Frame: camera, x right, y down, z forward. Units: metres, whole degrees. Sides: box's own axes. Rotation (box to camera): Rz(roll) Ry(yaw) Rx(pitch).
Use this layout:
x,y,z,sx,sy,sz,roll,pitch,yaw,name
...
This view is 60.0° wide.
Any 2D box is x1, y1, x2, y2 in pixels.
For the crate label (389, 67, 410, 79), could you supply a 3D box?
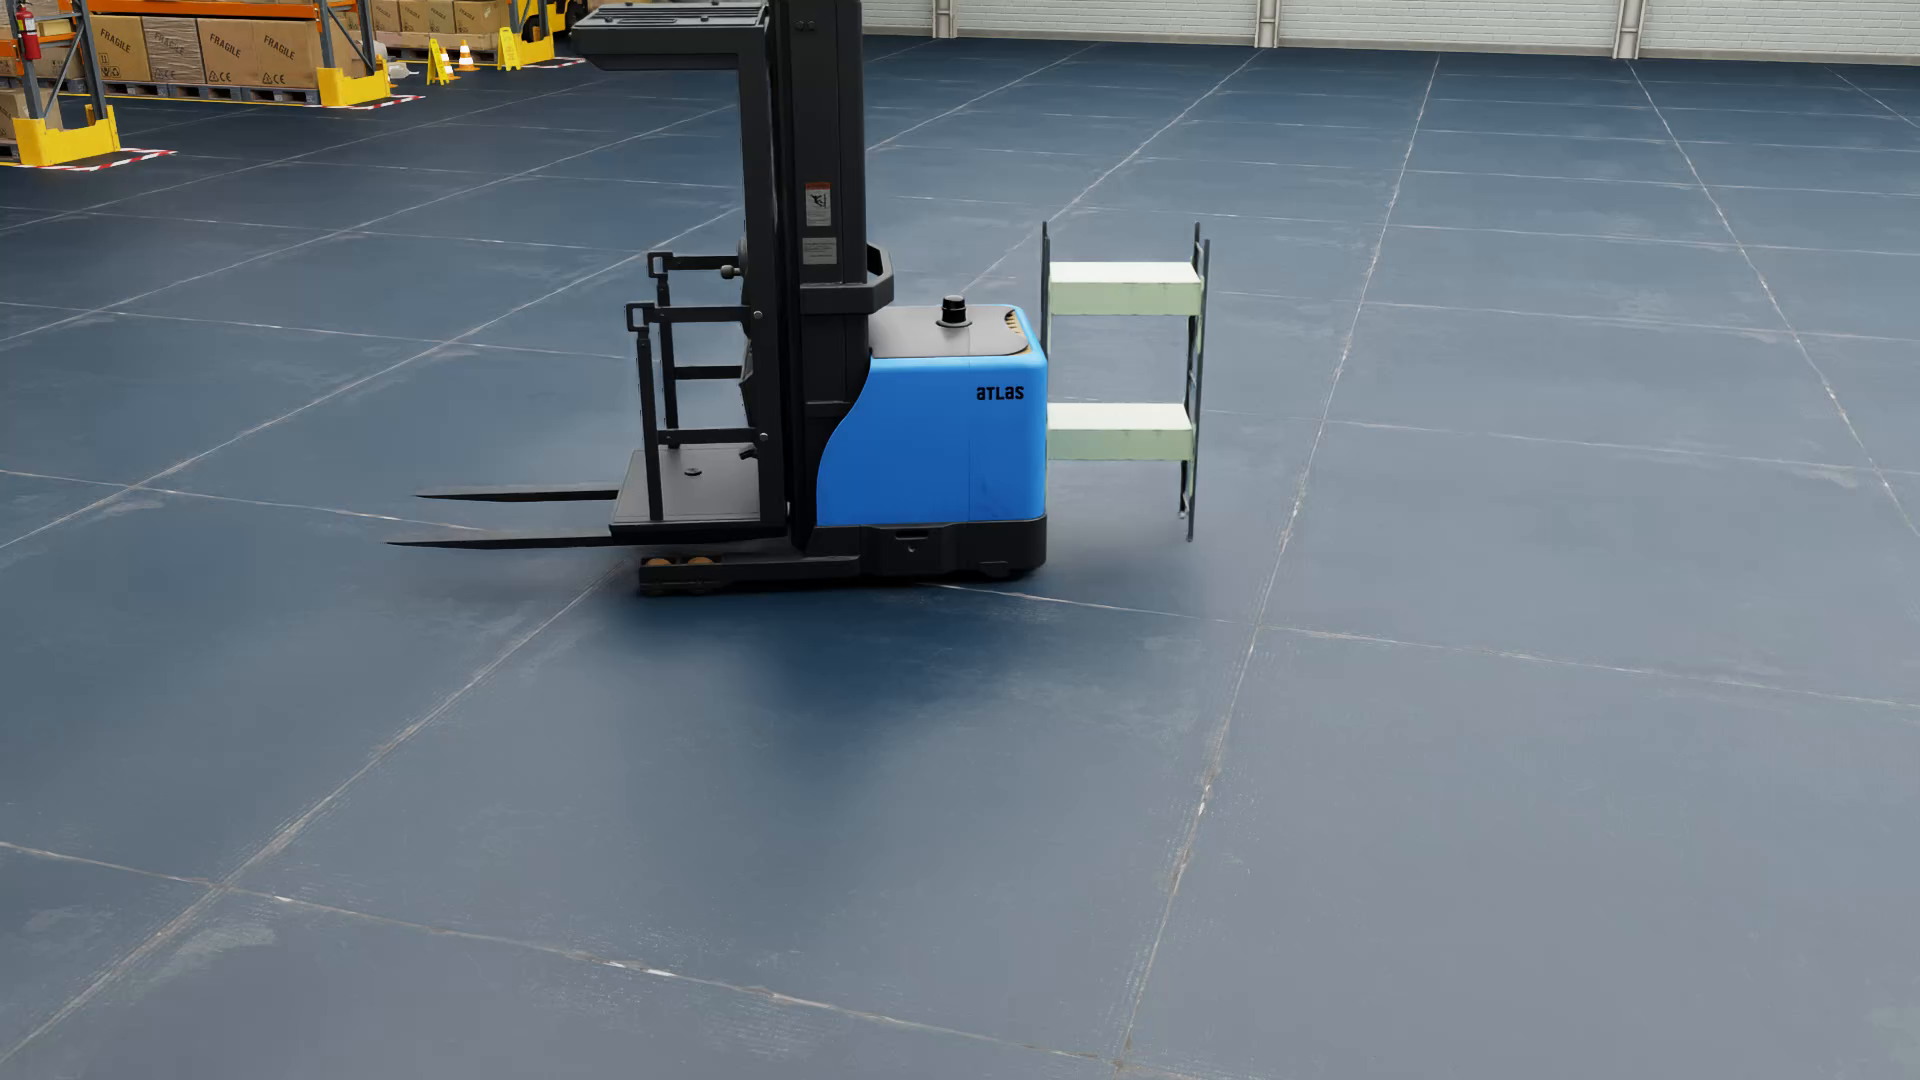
x,y,z,sx,sy,sz,roll,pitch,yaw,name
-8.600,-7.163,25.492,0.298,0.136,0.250,-5,23,-12,crate label

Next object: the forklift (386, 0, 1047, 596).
x,y,z,sx,sy,sz,roll,pitch,yaw,name
-1.141,-1.311,7.544,3.031,2.935,1.130,-2,22,-4,forklift

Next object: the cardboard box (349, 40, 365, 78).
x,y,z,sx,sy,sz,roll,pitch,yaw,name
-9.463,-7.404,25.596,0.637,0.503,0.797,-9,24,-21,cardboard box

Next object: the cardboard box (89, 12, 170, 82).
x,y,z,sx,sy,sz,roll,pitch,yaw,name
-11.631,-7.032,23.646,0.875,0.875,0.875,7,23,16,cardboard box

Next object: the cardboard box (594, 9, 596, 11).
x,y,z,sx,sy,sz,roll,pitch,yaw,name
-6.634,-10.007,31.722,0.500,0.250,0.500,7,23,15,cardboard box

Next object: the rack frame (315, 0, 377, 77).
x,y,z,sx,sy,sz,roll,pitch,yaw,name
-8.383,-7.477,22.484,0.127,3.000,1.000,7,23,16,rack frame

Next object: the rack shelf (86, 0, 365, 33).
x,y,z,sx,sy,sz,roll,pitch,yaw,name
-10.298,-7.363,23.155,4.000,0.370,1.077,7,23,16,rack shelf

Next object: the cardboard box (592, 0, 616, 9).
x,y,z,sx,sy,sz,roll,pitch,yaw,name
-6.653,-10.242,31.637,0.500,0.250,0.500,6,23,15,cardboard box

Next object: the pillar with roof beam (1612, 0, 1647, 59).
x,y,z,sx,sy,sz,roll,pitch,yaw,name
9.963,-10.732,22.515,0.400,9.000,9.100,7,23,16,pillar with roof beam

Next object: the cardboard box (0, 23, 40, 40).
x,y,z,sx,sy,sz,roll,pitch,yaw,name
-10.245,-5.526,18.058,0.250,0.149,0.380,7,23,16,cardboard box

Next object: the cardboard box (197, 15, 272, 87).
x,y,z,sx,sy,sz,roll,pitch,yaw,name
-9.894,-6.834,23.163,0.875,0.875,0.875,6,23,15,cardboard box

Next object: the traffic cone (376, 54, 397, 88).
x,y,z,sx,sy,sz,roll,pitch,yaw,name
-8.481,-6.877,24.365,0.334,0.463,0.336,7,23,16,traffic cone

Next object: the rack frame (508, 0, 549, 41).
x,y,z,sx,sy,sz,roll,pitch,yaw,name
-7.050,-9.286,26.895,0.127,3.000,1.000,7,23,16,rack frame

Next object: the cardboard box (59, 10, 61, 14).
x,y,z,sx,sy,sz,roll,pitch,yaw,name
-16.199,-9.580,29.857,0.875,0.875,0.875,7,23,16,cardboard box

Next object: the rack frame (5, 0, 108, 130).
x,y,z,sx,sy,sz,roll,pitch,yaw,name
-9.913,-5.686,18.117,0.127,3.000,1.000,7,23,16,rack frame

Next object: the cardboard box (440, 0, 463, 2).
x,y,z,sx,sy,sz,roll,pitch,yaw,name
-8.263,-8.864,27.094,0.250,0.149,0.380,7,23,17,cardboard box

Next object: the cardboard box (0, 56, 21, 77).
x,y,z,sx,sy,sz,roll,pitch,yaw,name
-13.755,-7.211,24.247,0.750,0.750,1.050,7,23,15,cardboard box

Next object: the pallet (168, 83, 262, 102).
x,y,z,sx,sy,sz,roll,pitch,yaw,name
-10.335,-6.380,23.485,1.213,0.211,1.003,7,23,15,pallet

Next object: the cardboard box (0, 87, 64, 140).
x,y,z,sx,sy,sz,roll,pitch,yaw,name
-10.505,-4.798,18.694,0.500,0.500,0.500,11,25,25,cardboard box

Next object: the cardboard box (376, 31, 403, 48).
x,y,z,sx,sy,sz,roll,pitch,yaw,name
-9.370,-8.372,27.737,0.500,0.250,0.500,6,23,15,cardboard box

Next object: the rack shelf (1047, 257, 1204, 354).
x,y,z,sx,sy,sz,roll,pitch,yaw,name
0.771,-1.124,7.945,0.720,0.370,0.431,0,22,1,rack shelf

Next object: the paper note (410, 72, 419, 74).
x,y,z,sx,sy,sz,roll,pitch,yaw,name
-8.530,-7.293,25.948,0.142,0.019,0.148,-1,22,-3,paper note

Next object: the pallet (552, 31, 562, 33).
x,y,z,sx,sy,sz,roll,pitch,yaw,name
-7.528,-10.003,32.317,1.213,0.211,1.003,7,23,15,pallet

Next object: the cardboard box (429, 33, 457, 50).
x,y,z,sx,sy,sz,roll,pitch,yaw,name
-8.395,-8.259,27.461,0.500,0.250,0.500,7,23,16,cardboard box

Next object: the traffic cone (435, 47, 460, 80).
x,y,z,sx,sy,sz,roll,pitch,yaw,name
-7.829,-7.250,25.275,0.334,0.463,0.336,7,23,16,traffic cone

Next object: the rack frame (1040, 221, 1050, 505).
x,y,z,sx,sy,sz,roll,pitch,yaw,name
0.405,-0.764,8.096,0.023,1.500,0.400,0,22,1,rack frame

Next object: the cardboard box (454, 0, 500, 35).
x,y,z,sx,sy,sz,roll,pitch,yaw,name
-7.892,-8.548,27.178,0.500,0.500,0.500,7,23,16,cardboard box

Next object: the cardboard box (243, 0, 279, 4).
x,y,z,sx,sy,sz,roll,pitch,yaw,name
-9.284,-7.623,22.642,0.550,0.550,0.875,7,23,16,cardboard box

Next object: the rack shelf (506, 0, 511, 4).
x,y,z,sx,sy,sz,roll,pitch,yaw,name
-8.965,-9.173,27.566,4.000,0.370,1.077,7,23,16,rack shelf

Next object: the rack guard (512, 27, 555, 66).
x,y,z,sx,sy,sz,roll,pitch,yaw,name
-7.123,-8.138,27.390,0.348,0.500,1.175,7,23,16,rack guard

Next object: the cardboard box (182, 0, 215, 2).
x,y,z,sx,sy,sz,roll,pitch,yaw,name
-10.303,-7.773,23.008,0.500,0.550,0.875,7,23,16,cardboard box

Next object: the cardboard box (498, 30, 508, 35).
x,y,z,sx,sy,sz,roll,pitch,yaw,name
-7.742,-8.397,27.798,0.500,0.250,0.500,6,23,15,cardboard box

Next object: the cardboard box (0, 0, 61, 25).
x,y,z,sx,sy,sz,roll,pitch,yaw,name
-10.431,-5.940,18.213,0.500,0.500,0.875,7,23,16,cardboard box

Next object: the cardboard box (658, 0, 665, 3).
x,y,z,sx,sy,sz,roll,pitch,yaw,name
-6.010,-10.370,31.950,0.500,0.250,0.500,7,23,16,cardboard box

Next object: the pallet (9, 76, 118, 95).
x,y,z,sx,sy,sz,roll,pitch,yaw,name
-12.973,-6.682,24.221,1.213,0.211,1.003,7,23,16,pallet

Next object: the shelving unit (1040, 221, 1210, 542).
x,y,z,sx,sy,sz,roll,pitch,yaw,name
0.771,-0.763,8.093,0.755,1.500,0.431,0,22,1,shelving unit

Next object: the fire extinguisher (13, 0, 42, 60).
x,y,z,sx,sy,sz,roll,pitch,yaw,name
-9.936,-5.470,17.693,0.183,0.674,0.296,7,23,16,fire extinguisher

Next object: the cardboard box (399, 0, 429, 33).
x,y,z,sx,sy,sz,roll,pitch,yaw,name
-8.874,-8.662,27.456,0.500,0.500,0.500,6,23,14,cardboard box

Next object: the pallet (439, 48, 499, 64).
x,y,z,sx,sy,sz,roll,pitch,yaw,name
-7.890,-8.106,27.693,1.213,0.211,1.003,7,23,16,pallet

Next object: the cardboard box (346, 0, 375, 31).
x,y,z,sx,sy,sz,roll,pitch,yaw,name
-9.877,-8.777,27.735,0.500,0.500,0.500,8,23,18,cardboard box

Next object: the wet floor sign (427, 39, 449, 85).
x,y,z,sx,sy,sz,roll,pitch,yaw,name
-7.783,-7.104,24.677,0.232,0.644,0.267,3,22,6,wet floor sign
